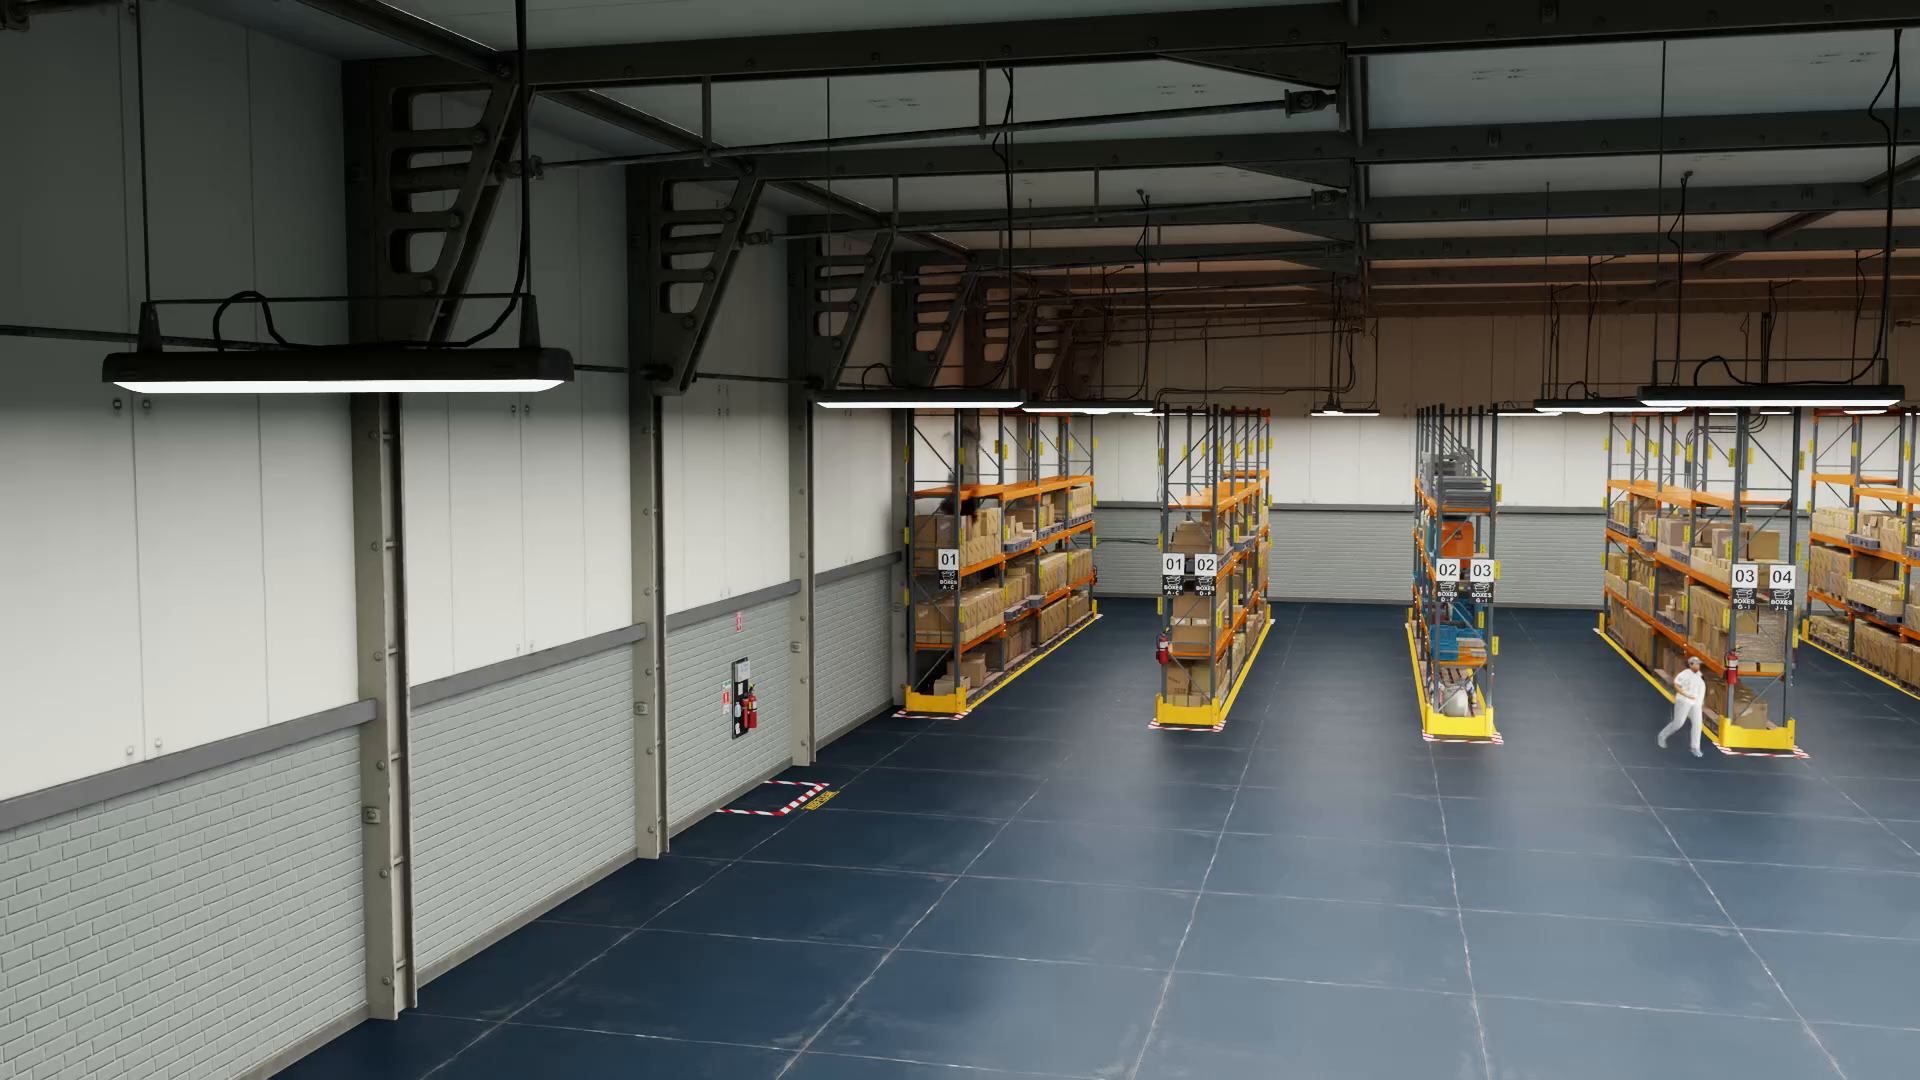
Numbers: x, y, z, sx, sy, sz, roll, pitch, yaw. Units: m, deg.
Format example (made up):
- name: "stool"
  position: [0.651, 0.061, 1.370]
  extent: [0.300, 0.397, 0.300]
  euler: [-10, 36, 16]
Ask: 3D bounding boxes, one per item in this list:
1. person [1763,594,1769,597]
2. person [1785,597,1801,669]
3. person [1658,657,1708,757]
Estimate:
- name: "person"
  position: [21.087, 1.706, 43.907]
  extent: [0.547, 1.640, 0.737]
  euler: [-2, 5, -24]
- name: "person"
  position: [19.122, 2.112, 38.382]
  extent: [0.562, 1.720, 0.822]
  euler: [1, 4, 14]
- name: "person"
  position: [12.520, 2.822, 28.510]
  extent: [0.692, 1.645, 0.925]
  euler: [-1, 4, -16]
